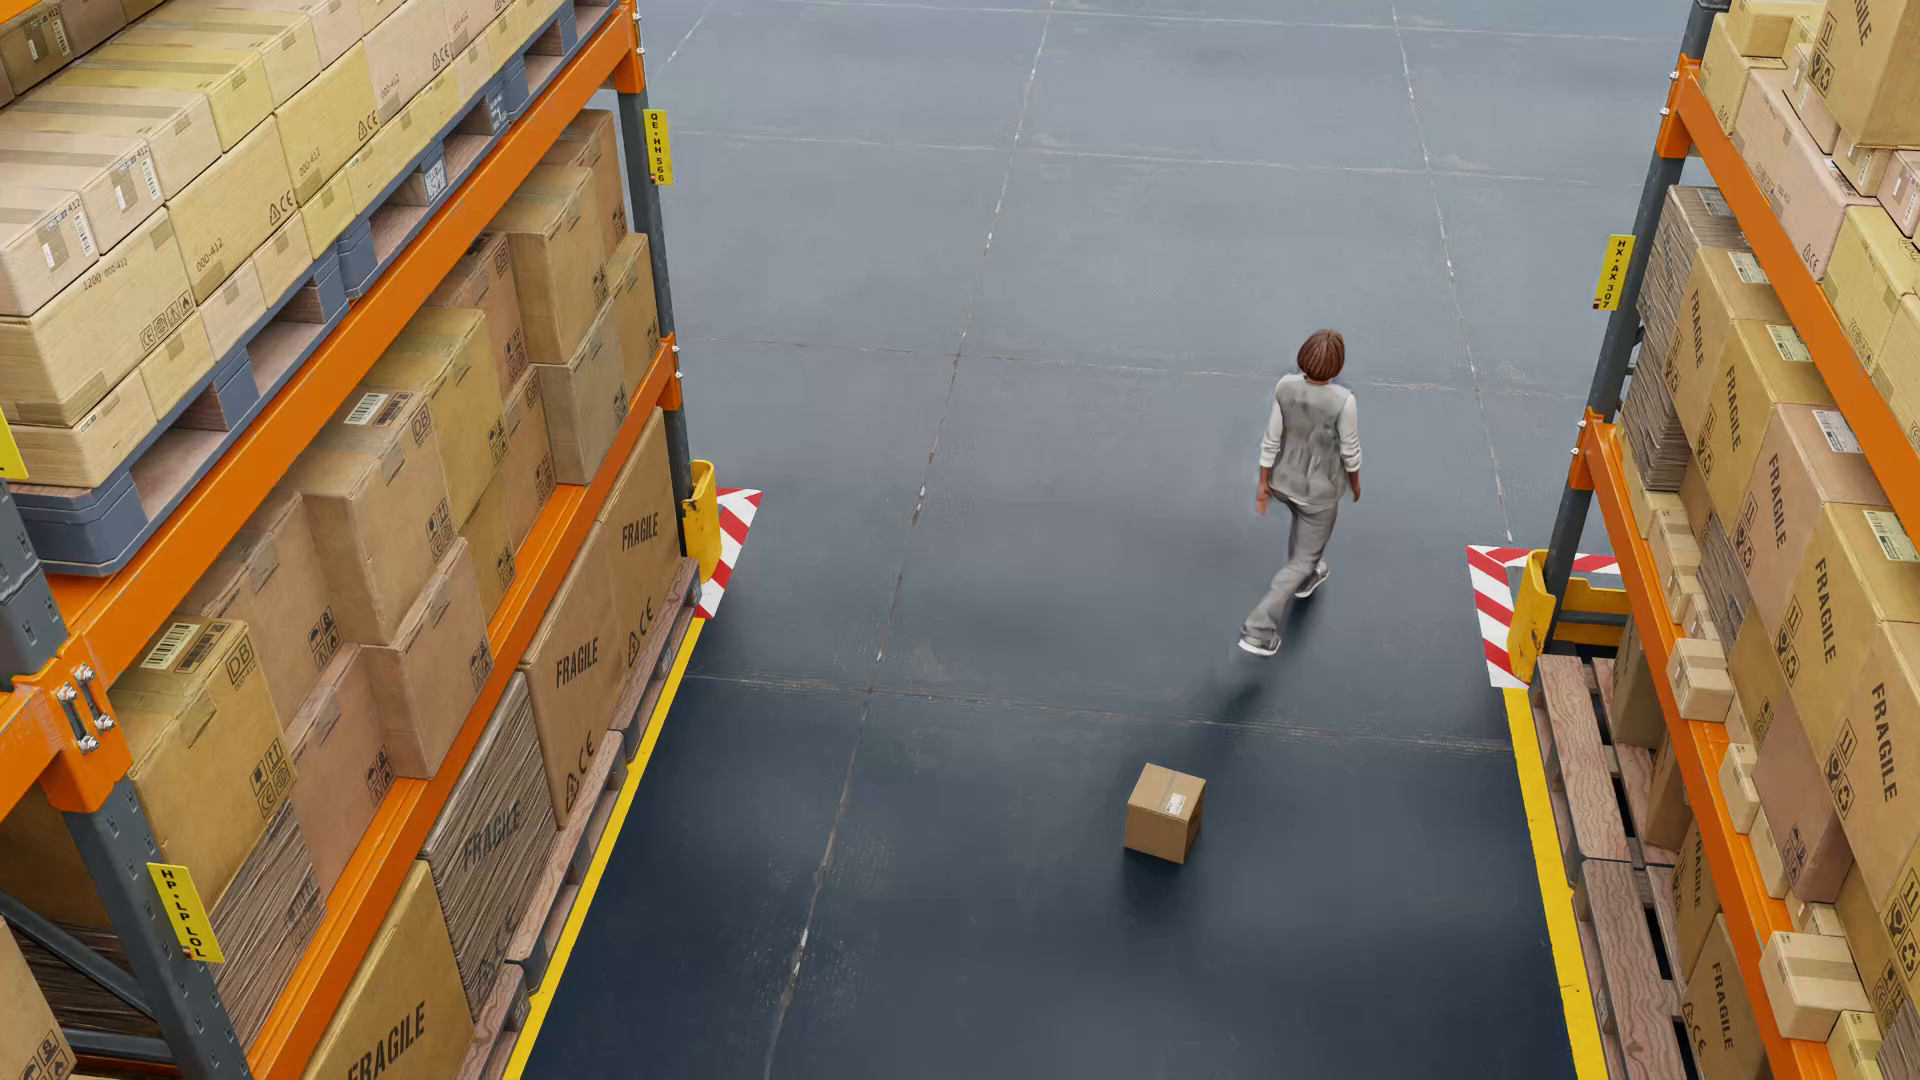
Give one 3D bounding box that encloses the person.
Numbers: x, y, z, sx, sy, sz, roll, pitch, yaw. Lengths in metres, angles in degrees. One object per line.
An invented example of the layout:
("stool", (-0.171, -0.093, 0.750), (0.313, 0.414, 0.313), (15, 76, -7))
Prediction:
("person", (1.524, -0.231, 7.354), (0.413, 1.531, 0.929), (28, 45, 32))
